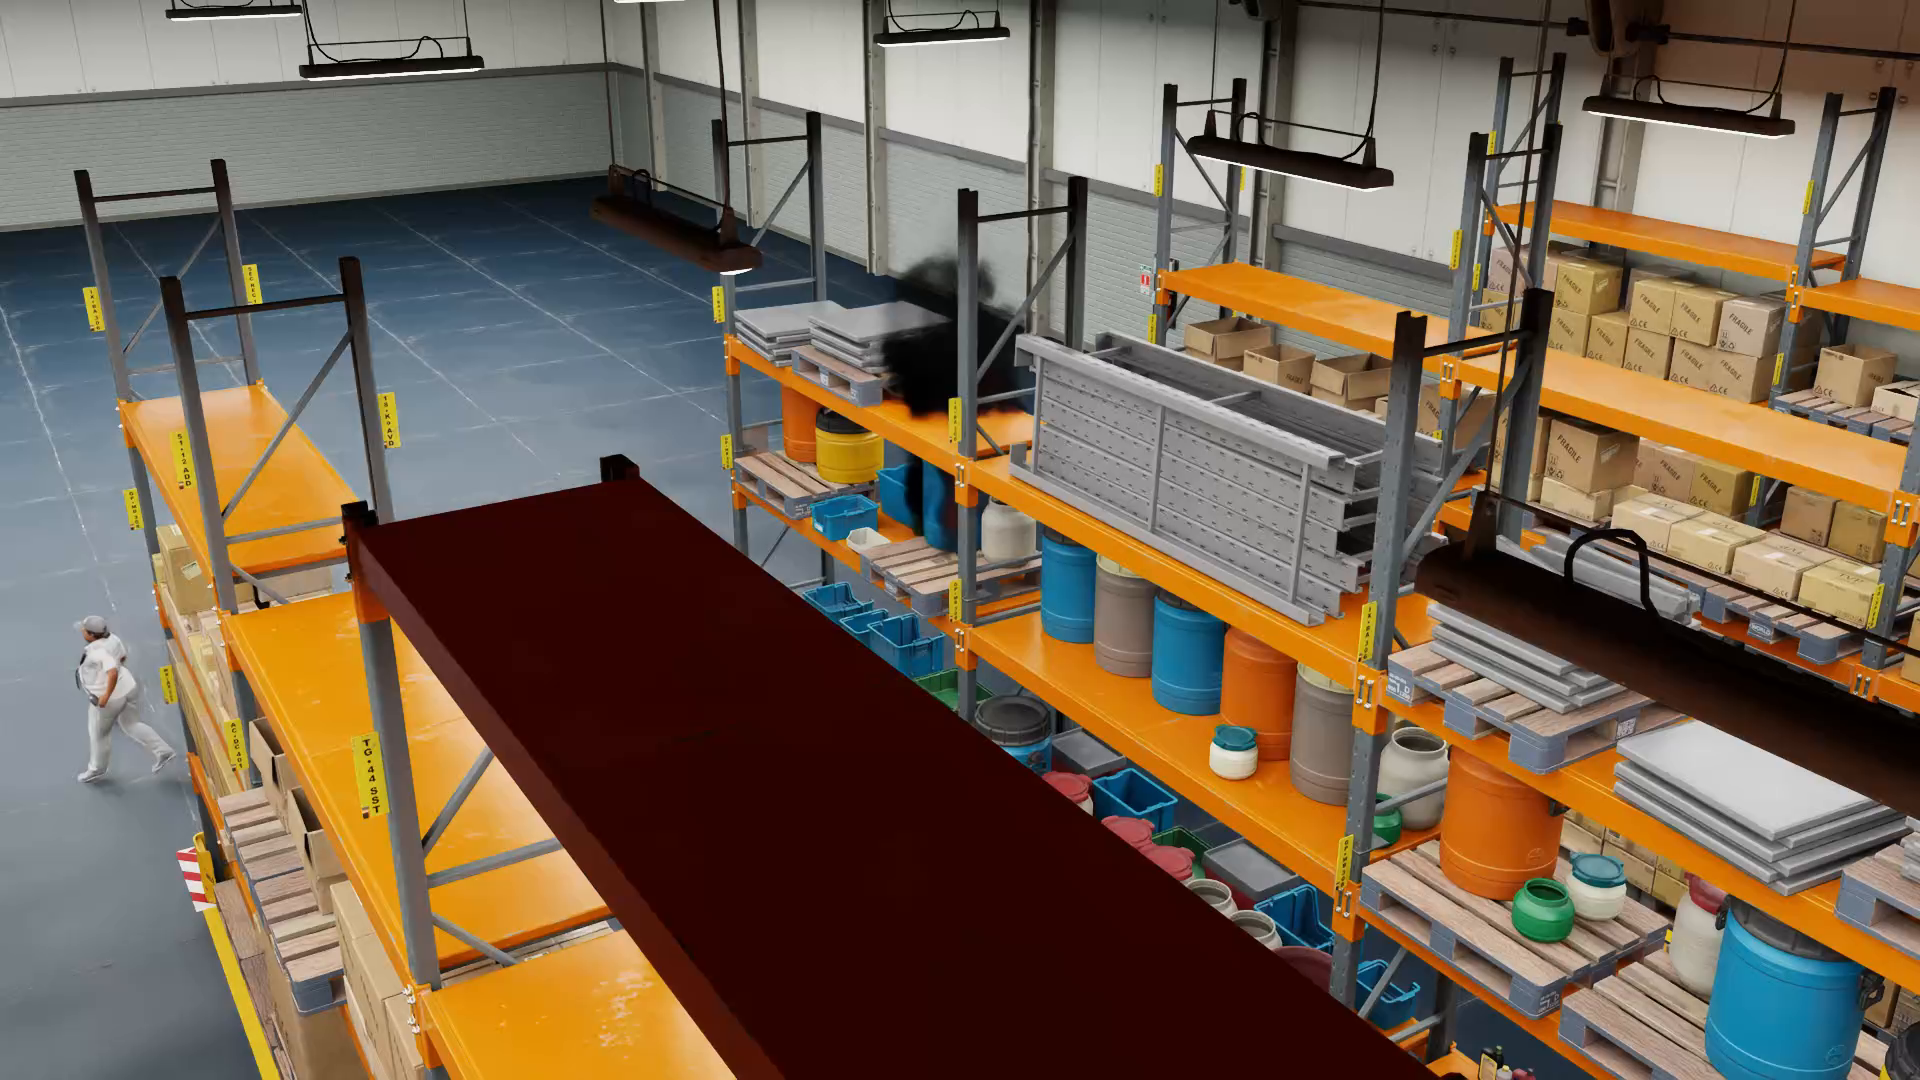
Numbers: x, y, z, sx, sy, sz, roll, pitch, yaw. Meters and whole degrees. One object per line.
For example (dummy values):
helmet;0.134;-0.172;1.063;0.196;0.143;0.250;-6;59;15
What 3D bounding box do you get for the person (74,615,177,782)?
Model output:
person;-7.873;1.465;15.471;0.926;1.673;0.598;2;22;4
